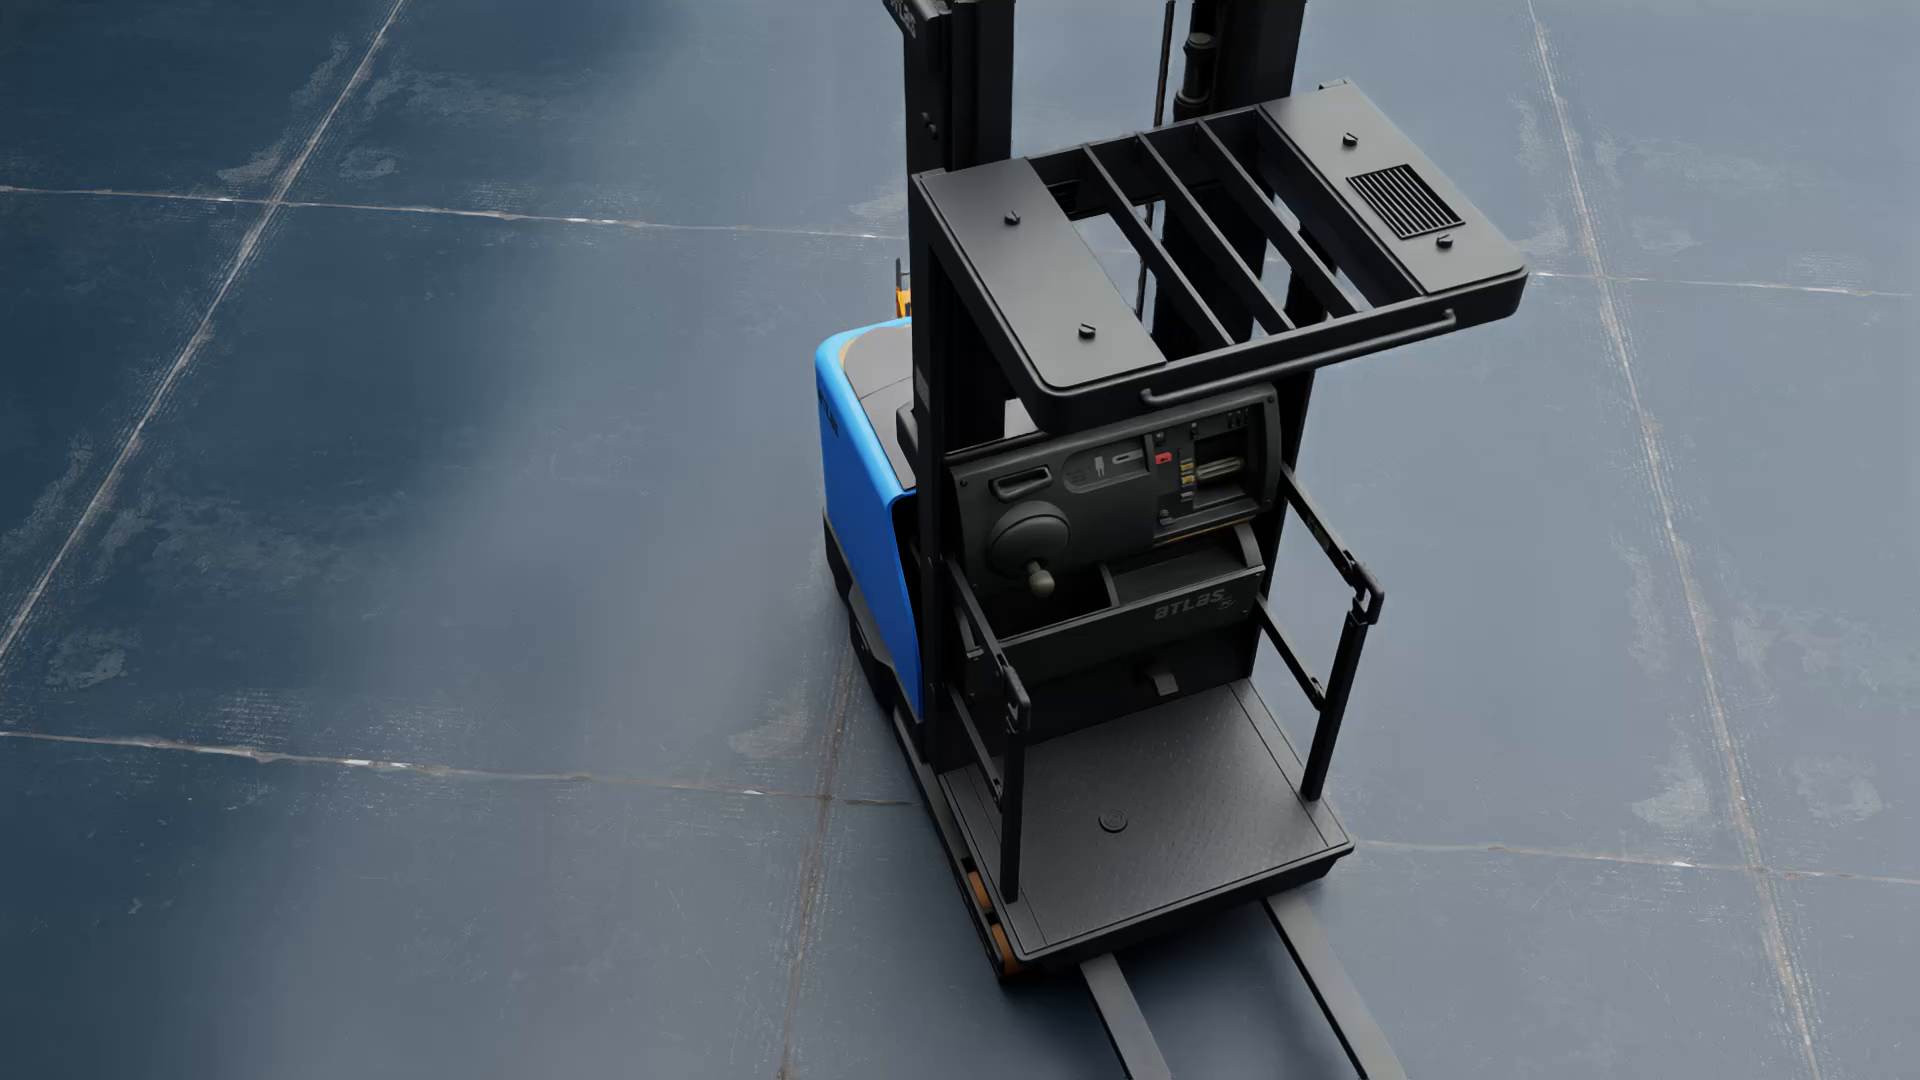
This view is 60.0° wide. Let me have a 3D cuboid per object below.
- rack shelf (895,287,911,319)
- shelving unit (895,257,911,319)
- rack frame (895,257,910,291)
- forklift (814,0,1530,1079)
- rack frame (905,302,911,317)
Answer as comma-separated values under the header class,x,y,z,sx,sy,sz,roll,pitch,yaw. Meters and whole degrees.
class,x,y,z,sx,sy,sz,roll,pitch,yaw
rack shelf,-0.104,-0.720,5.827,0.215,0.259,0.240,-7,48,-6
shelving unit,-0.104,-0.536,6.029,0.215,1.050,0.252,-7,48,-6
rack frame,-0.123,-0.625,6.110,0.200,1.050,0.008,-7,48,-6
forklift,0.508,-0.029,4.290,1.130,2.935,3.031,-16,49,-14
rack frame,-0.085,-0.447,5.947,0.200,1.050,0.008,-7,48,-6
